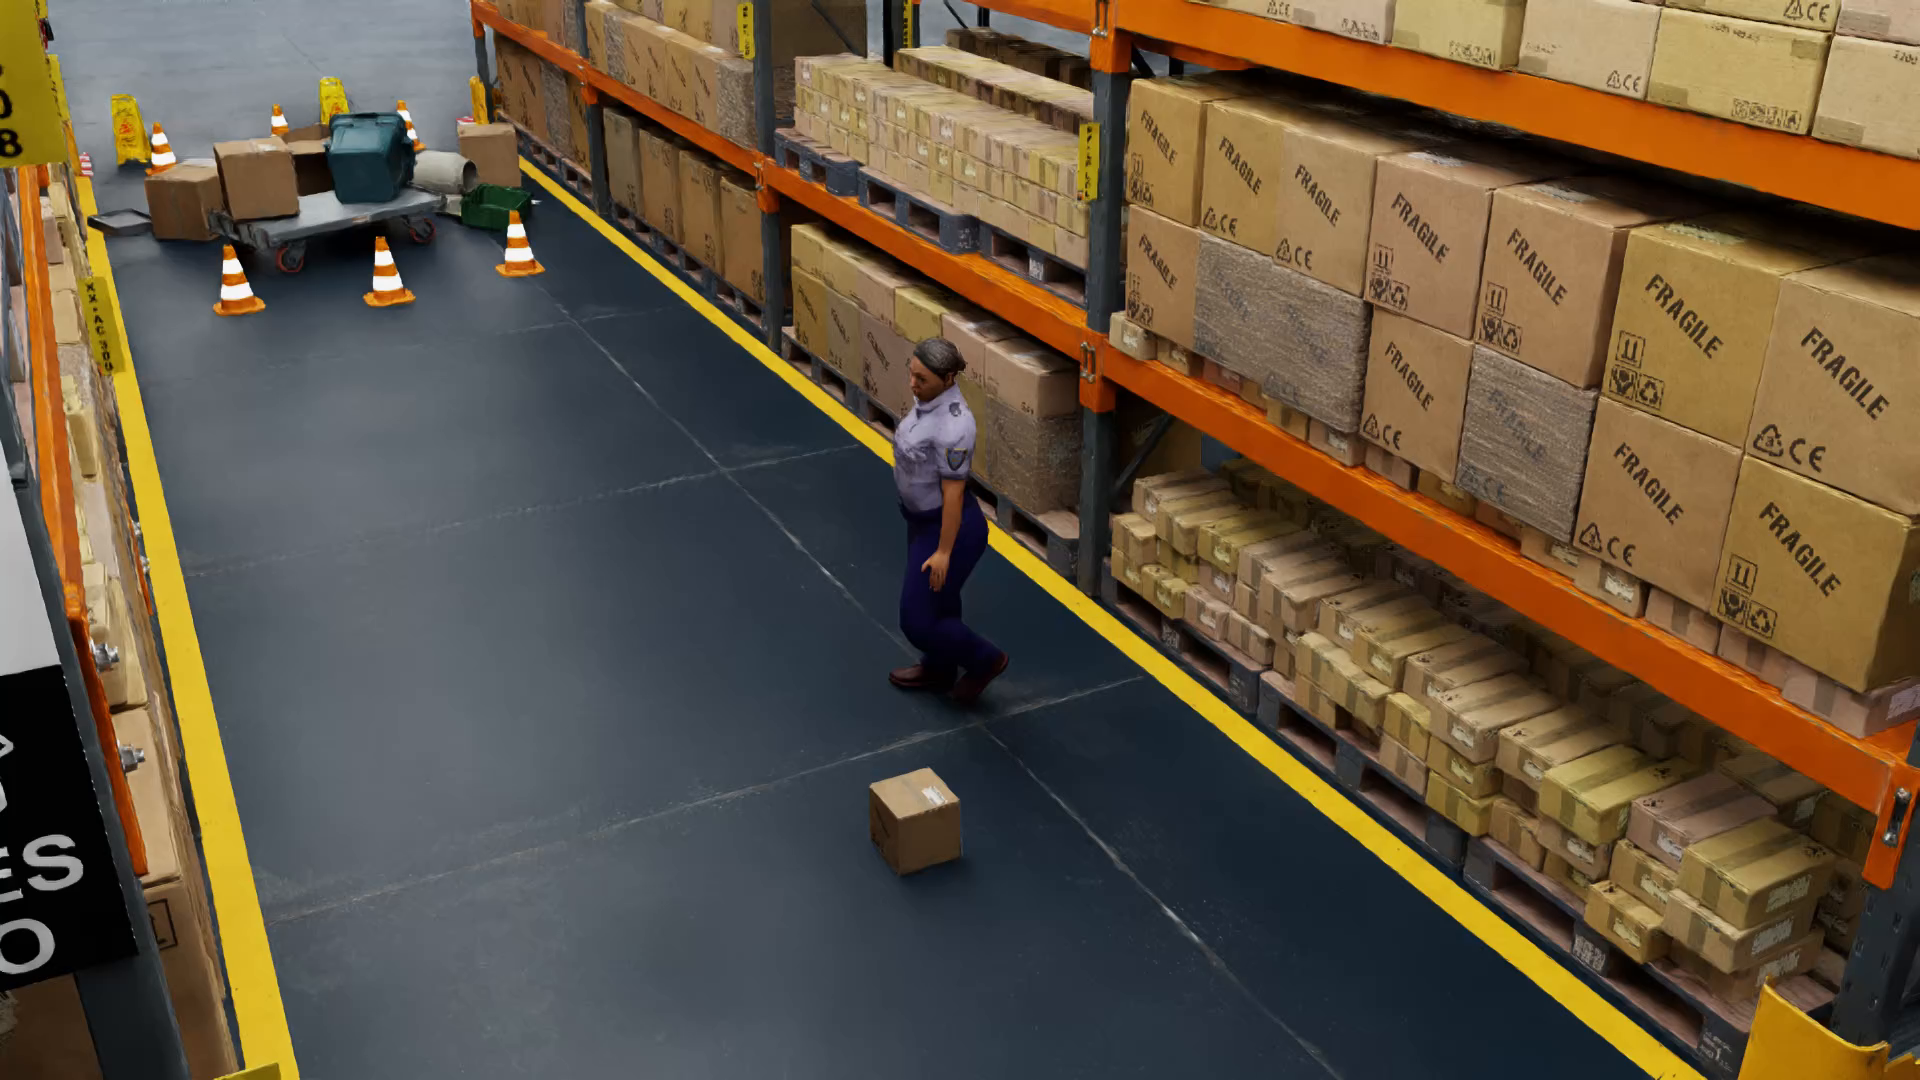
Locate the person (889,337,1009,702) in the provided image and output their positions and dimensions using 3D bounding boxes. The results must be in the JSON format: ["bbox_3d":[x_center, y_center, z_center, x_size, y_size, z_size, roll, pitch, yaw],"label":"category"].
[{"bbox_3d":[-0.048,-0.045,6.693,0.475,1.640,0.574,-6,26,-12],"label":"person"}]
